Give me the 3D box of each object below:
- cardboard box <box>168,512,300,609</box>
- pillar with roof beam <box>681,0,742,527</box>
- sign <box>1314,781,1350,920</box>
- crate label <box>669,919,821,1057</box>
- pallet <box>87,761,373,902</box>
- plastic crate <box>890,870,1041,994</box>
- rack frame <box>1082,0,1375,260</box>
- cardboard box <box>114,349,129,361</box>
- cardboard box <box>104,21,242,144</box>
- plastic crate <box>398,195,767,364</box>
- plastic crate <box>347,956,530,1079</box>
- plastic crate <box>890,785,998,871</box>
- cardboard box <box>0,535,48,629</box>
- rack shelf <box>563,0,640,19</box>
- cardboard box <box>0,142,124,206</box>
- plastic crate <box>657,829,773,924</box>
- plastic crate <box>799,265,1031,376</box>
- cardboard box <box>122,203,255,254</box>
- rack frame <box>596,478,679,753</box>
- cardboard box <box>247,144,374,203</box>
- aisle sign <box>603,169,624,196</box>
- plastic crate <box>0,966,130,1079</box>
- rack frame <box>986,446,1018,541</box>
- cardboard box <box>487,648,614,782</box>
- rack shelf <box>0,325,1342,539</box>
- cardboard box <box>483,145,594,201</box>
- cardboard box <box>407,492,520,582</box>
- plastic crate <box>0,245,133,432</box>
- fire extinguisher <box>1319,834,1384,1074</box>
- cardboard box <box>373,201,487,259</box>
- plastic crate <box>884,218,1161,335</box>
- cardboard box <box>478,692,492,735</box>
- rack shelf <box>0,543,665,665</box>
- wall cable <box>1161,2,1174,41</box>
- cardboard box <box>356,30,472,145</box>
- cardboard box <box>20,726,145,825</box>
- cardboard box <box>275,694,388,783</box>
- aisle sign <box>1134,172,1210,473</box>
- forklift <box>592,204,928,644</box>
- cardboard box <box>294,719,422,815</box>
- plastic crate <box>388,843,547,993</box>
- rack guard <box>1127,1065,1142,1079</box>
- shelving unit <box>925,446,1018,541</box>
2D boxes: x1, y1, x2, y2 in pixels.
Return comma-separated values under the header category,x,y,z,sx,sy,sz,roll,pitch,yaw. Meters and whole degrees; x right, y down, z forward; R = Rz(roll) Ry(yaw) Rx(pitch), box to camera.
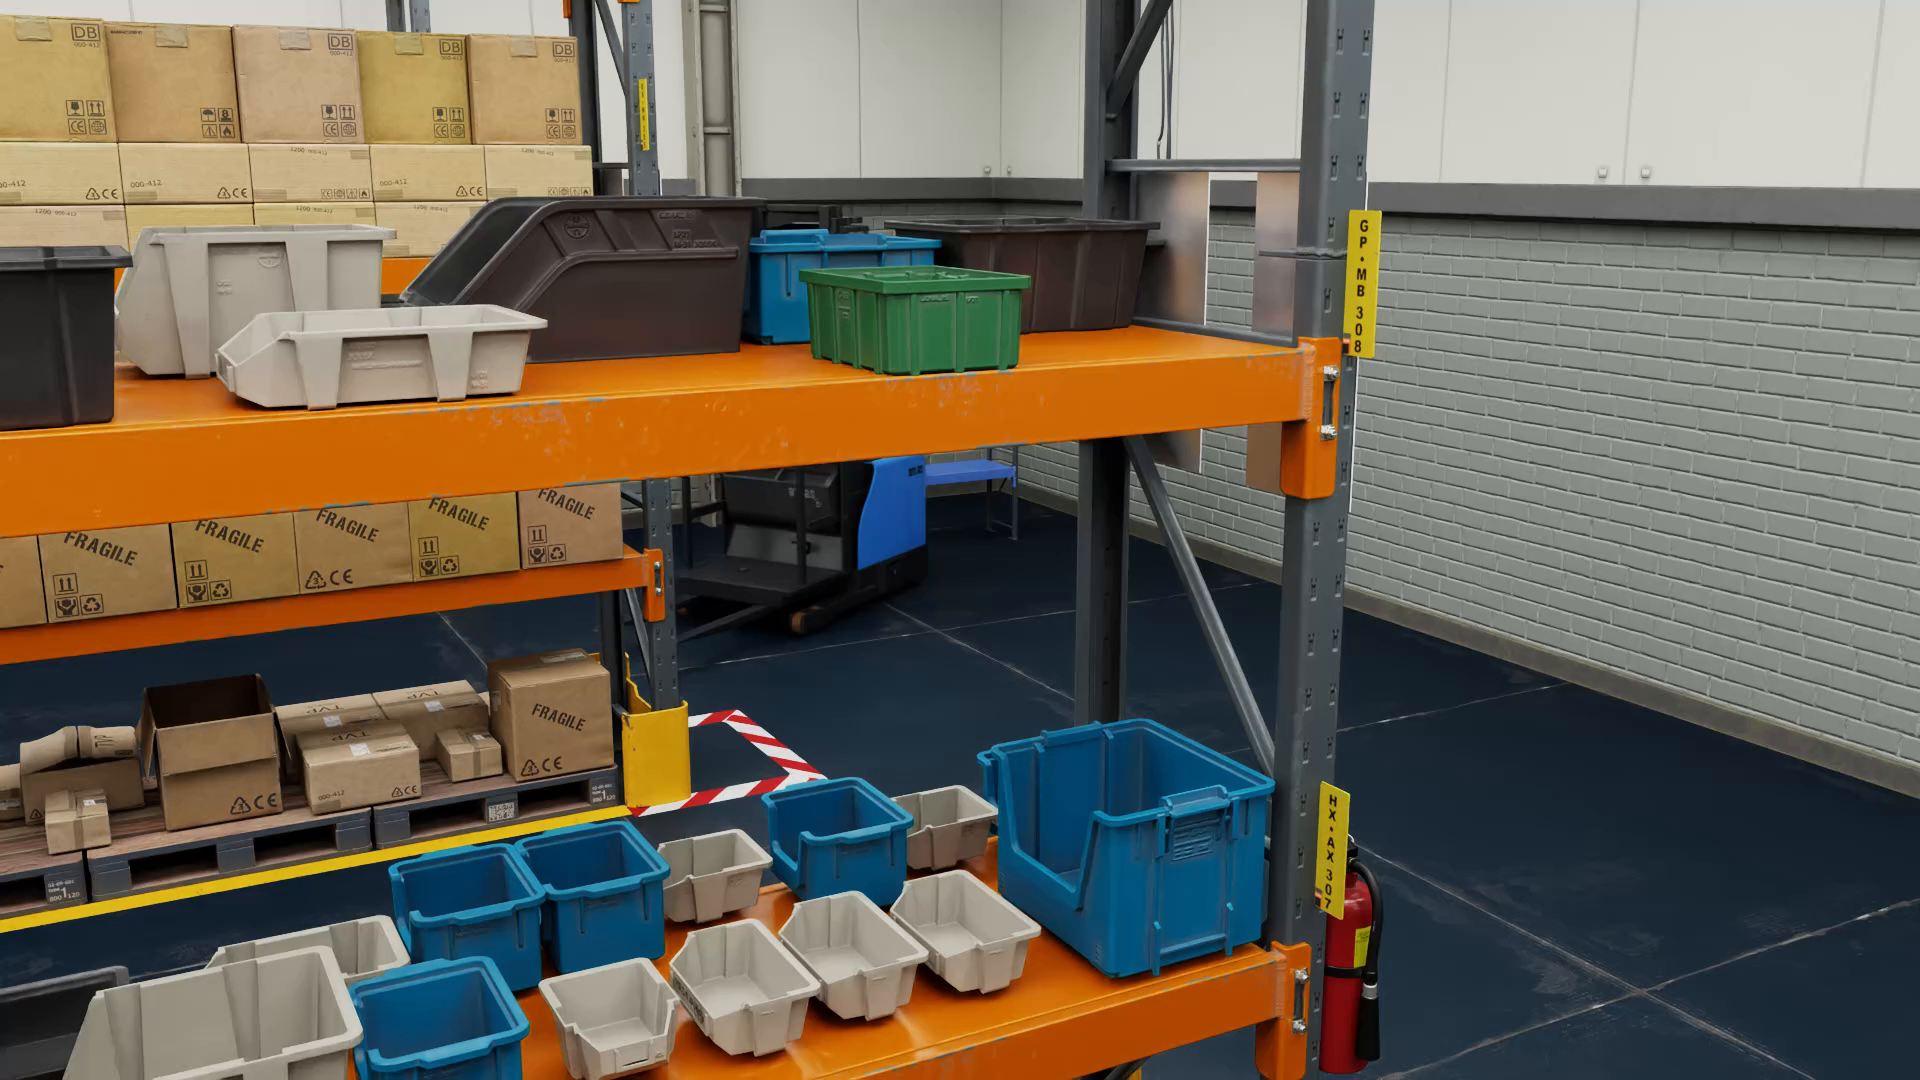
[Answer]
category,x,y,z,sx,sy,sz,roll,pitch,yaw
cardboard box,-3.342,-0.013,7.608,0.500,0.500,0.500,-7,14,-29
pillar with roof beam,-0.102,-3.726,10.669,0.400,9.000,9.100,-7,14,-28
sign,0.905,0.756,4.047,0.005,0.325,0.100,-7,14,-28
crate label,-0.496,1.013,3.740,0.243,0.136,0.396,-7,14,-28
pallet,-3.578,1.356,8.102,1.213,0.211,1.003,-7,14,-28
plastic crate,-0.002,0.951,4.014,0.243,0.136,0.396,-7,14,-28
rack frame,0.627,-2.196,3.869,0.127,3.000,1.000,-7,14,-28
cardboard box,-5.869,-1.112,12.033,0.700,0.700,0.980,-8,15,-31
cardboard box,-3.537,-2.022,7.427,0.500,0.500,0.700,-7,14,-28
plastic crate,-0.846,-0.594,3.727,0.767,0.338,0.504,-7,14,-28
plastic crate,-1.053,1.049,3.360,0.300,0.233,0.416,-7,14,-28
plastic crate,-0.069,0.811,4.638,0.298,0.136,0.250,-7,14,-28
cardboard box,-4.228,0.093,7.138,0.500,0.500,0.500,-7,14,-27
rack shelf,-3.498,-2.588,7.257,4.000,0.370,1.077,-7,14,-28
cardboard box,-3.826,-1.544,7.007,0.500,0.250,0.500,-7,14,-28
plastic crate,-0.664,0.882,4.321,0.298,0.136,0.250,-7,14,-28
plastic crate,-0.102,-0.470,3.516,0.336,0.188,0.450,-7,14,-28
cardboard box,-3.391,-1.354,7.303,0.500,0.250,0.500,-7,14,-28
rack frame,-1.743,-0.224,8.771,0.127,3.000,1.000,-7,14,-28
cardboard box,-2.951,-1.650,7.481,0.500,0.250,0.500,-7,14,-28
aisle sign,-1.824,-1.556,8.769,0.004,0.787,0.394,-7,14,-28
plastic crate,-2.030,1.087,3.435,0.590,0.125,0.437,-7,14,-28
rack frame,0.371,-0.776,14.642,0.032,1.500,0.500,-7,14,-28
cardboard box,-2.102,0.886,8.532,0.500,0.500,0.500,-7,14,-28
rack shelf,-1.128,-0.171,3.343,4.000,0.370,1.077,-7,14,-28
cardboard box,-2.072,-1.755,7.945,0.500,0.250,0.500,-7,14,-28
cardboard box,-2.459,-0.118,8.072,0.500,0.500,0.500,-7,14,-27
plastic crate,-1.662,-0.325,2.689,0.590,0.269,0.497,-7,14,-28
fire extinguisher,0.977,1.023,4.259,0.183,0.674,0.296,-7,14,-28
cardboard box,-2.512,-1.459,7.768,0.500,0.250,0.500,-7,14,-28
plastic crate,0.156,-0.682,4.272,0.590,0.269,0.497,-7,14,-28
cardboard box,-2.495,0.948,9.016,0.250,0.166,0.380,-7,14,-28
rack shelf,-3.498,0.338,7.915,4.000,0.370,1.077,-7,14,-28
wall cable,2.312,-5.059,12.161,0.112,2.526,3.097,-7,14,-28
cardboard box,-2.665,-2.130,7.906,0.500,0.500,0.700,-7,14,-28
cardboard box,-4.231,1.101,8.008,0.500,0.311,0.500,-7,14,-28
cardboard box,-3.234,1.011,8.546,0.500,0.250,0.500,-7,14,-28
aisle sign,0.548,-0.602,4.531,0.004,0.787,0.394,-7,14,-28
forklift,-1.406,-0.874,11.816,1.130,2.935,3.031,7,14,28
cardboard box,-2.950,1.102,8.141,0.500,0.250,0.500,-7,14,-28
plastic crate,-1.166,0.916,3.950,0.300,0.233,0.416,-7,14,-28
rack guard,0.642,1.946,4.825,0.348,0.500,1.175,-7,14,-28
shelving unit,-0.075,-0.723,14.405,1.048,1.500,0.538,-7,14,-28
